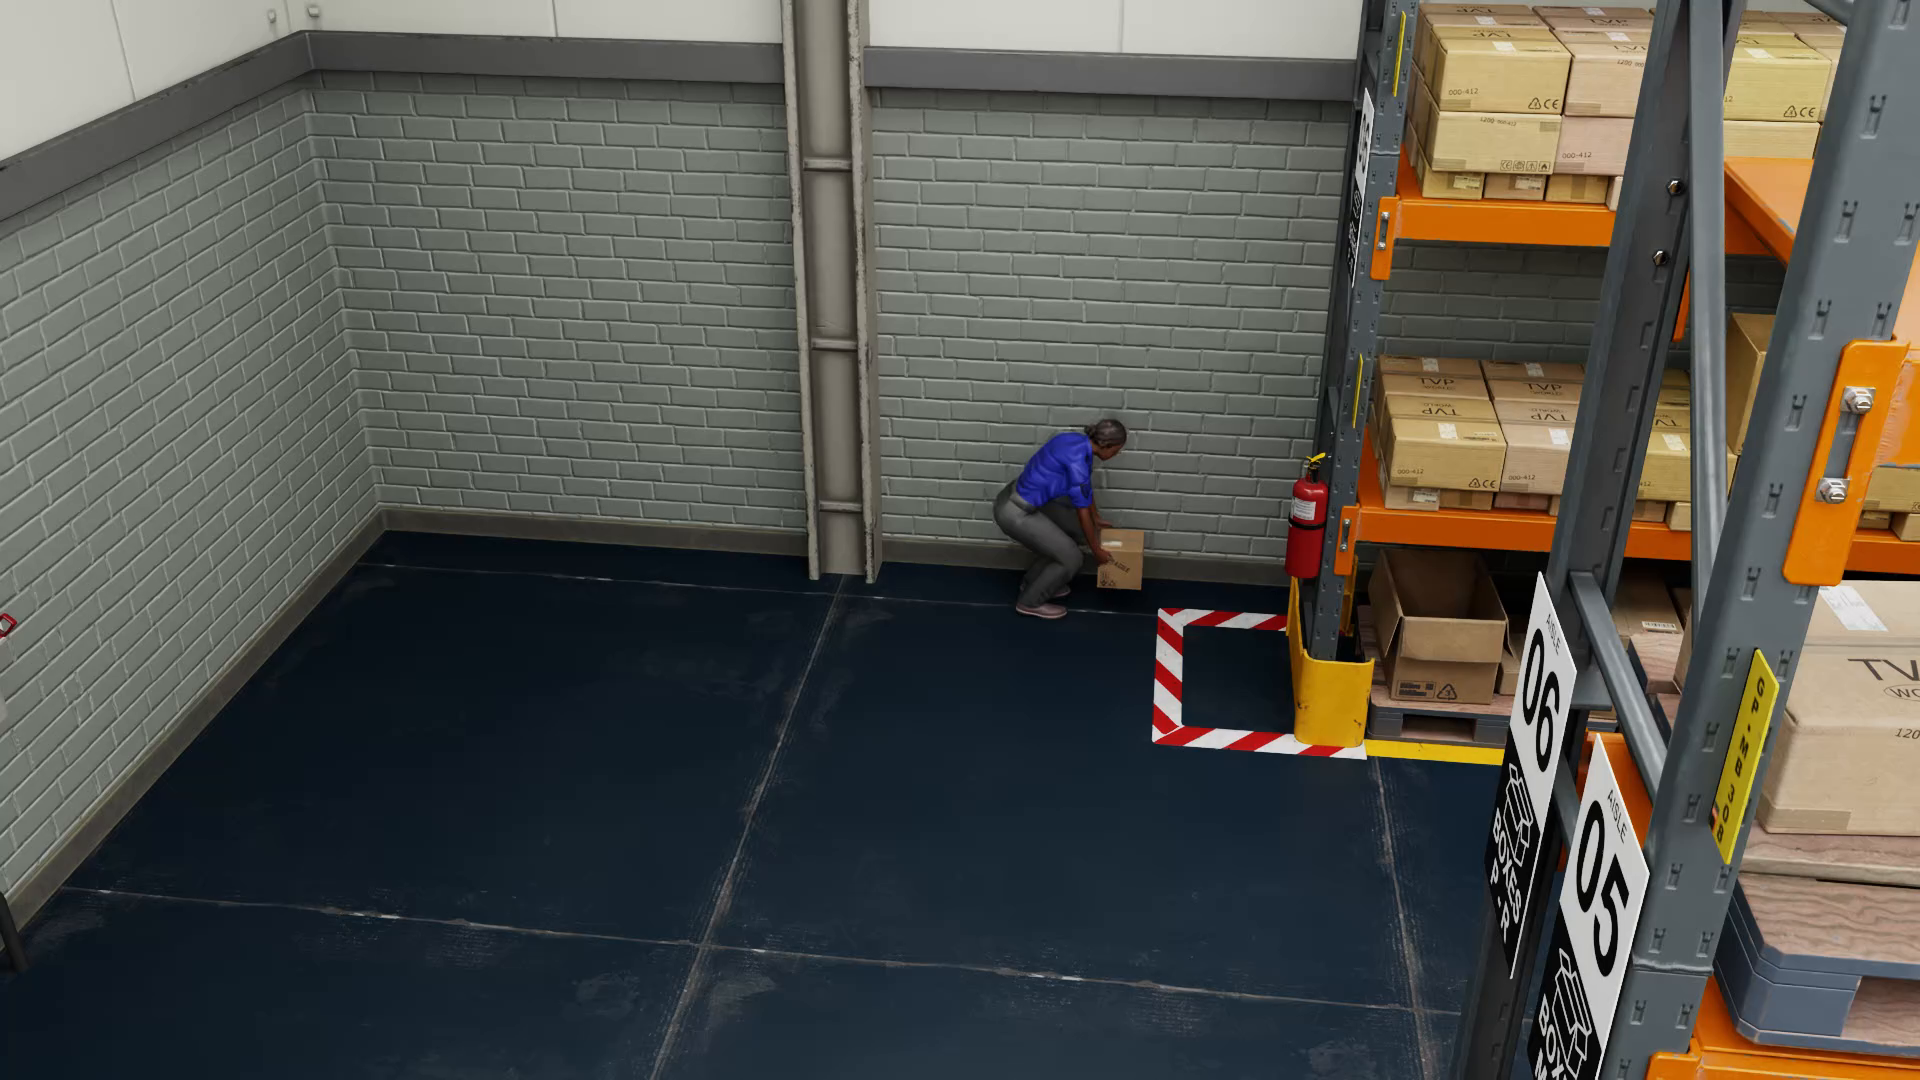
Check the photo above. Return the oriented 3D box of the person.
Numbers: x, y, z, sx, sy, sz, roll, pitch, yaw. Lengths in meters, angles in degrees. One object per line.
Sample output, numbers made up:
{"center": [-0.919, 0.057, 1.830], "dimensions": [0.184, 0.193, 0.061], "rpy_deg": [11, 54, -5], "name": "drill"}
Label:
{"center": [0.559, -0.152, 9.432], "dimensions": [0.726, 1.165, 0.501], "rpy_deg": [3, 29, 6], "name": "person"}
